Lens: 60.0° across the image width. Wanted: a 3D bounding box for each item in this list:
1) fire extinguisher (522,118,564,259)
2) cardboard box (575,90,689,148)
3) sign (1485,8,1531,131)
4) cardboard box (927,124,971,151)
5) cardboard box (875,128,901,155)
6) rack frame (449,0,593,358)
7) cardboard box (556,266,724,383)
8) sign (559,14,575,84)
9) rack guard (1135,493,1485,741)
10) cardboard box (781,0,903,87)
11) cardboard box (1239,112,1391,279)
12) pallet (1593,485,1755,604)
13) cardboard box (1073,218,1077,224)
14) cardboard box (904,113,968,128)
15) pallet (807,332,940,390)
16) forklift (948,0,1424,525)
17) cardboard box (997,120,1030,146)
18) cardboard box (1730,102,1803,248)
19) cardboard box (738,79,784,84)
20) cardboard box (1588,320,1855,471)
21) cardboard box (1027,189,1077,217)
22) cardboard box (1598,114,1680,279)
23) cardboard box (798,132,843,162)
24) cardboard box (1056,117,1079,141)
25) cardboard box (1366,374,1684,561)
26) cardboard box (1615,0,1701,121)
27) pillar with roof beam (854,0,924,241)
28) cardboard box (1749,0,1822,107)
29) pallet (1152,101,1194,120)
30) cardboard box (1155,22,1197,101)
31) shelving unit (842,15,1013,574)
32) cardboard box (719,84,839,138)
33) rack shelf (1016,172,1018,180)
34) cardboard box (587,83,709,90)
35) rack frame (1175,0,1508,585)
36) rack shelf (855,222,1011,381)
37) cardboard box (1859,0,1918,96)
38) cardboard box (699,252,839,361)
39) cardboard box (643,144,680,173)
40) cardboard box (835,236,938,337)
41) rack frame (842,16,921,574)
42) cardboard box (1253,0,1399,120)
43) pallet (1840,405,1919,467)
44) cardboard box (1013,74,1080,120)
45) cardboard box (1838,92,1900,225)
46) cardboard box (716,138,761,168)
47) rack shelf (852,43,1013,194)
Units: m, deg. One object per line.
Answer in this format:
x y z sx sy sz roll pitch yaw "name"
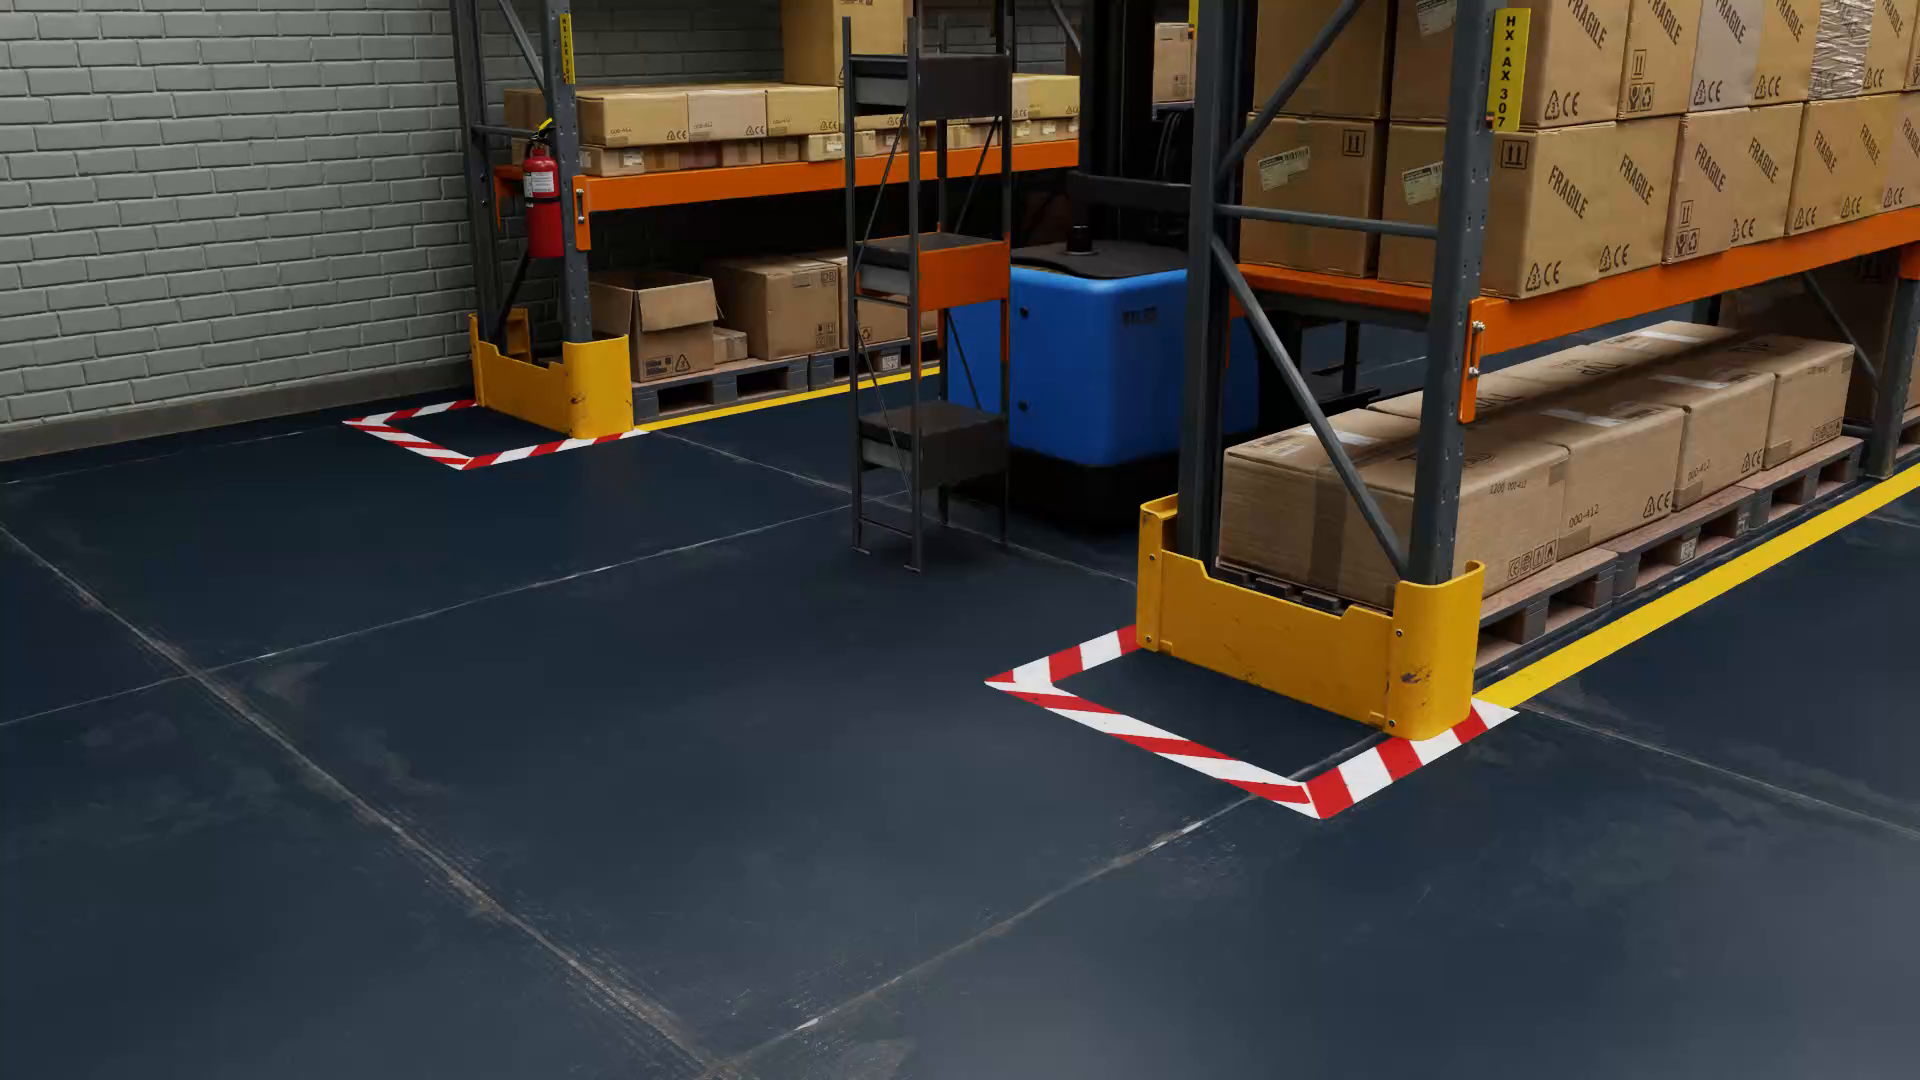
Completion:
-2.066 -1.738 8.212 0.183 0.674 0.296 -16 24 -41 "fire extinguisher"
-1.762 -2.193 8.646 0.500 0.250 0.500 -16 24 -41 "cardboard box"
1.513 -1.299 4.597 0.005 0.325 0.100 -16 24 -41 "sign"
-0.150 -2.461 10.117 0.250 0.149 0.380 -17 24 -42 "cardboard box"
-0.562 -2.368 9.832 0.250 0.149 0.380 -16 24 -41 "cardboard box"
-2.277 -2.087 8.558 0.127 3.000 1.000 -16 24 -41 "rack frame"
-1.767 -1.208 9.213 0.797 0.503 0.637 17 24 42 "cardboard box"
-1.904 -2.377 8.050 0.005 0.325 0.100 -16 24 -41 "sign"
1.119 0.219 5.500 0.348 0.500 1.175 -16 24 -41 "rack guard"
-0.672 -2.868 9.511 0.500 0.500 0.500 -15 24 -39 "cardboard box"
1.305 -1.185 5.613 0.500 0.500 0.500 -16 24 -41 "cardboard box"
2.550 -0.093 6.930 1.213 0.211 1.003 -16 24 -41 "pallet"
1.136 -1.997 11.654 0.500 0.500 0.500 -15 23 -38 "cardboard box"
-0.298 -2.630 9.994 0.500 0.250 0.500 -16 24 -41 "cardboard box"
-0.757 -1.203 10.353 1.213 0.211 1.003 -16 24 -41 "pallet"
1.344 -1.822 7.853 3.031 2.935 1.130 -16 24 -40 "forklift"
0.225 -2.570 10.456 0.250 0.149 0.380 -15 24 -39 "cardboard box"
2.765 -1.387 6.238 0.500 0.500 0.500 -15 23 -39 "cardboard box"
-1.006 -2.638 10.018 0.500 0.250 0.500 -16 24 -41 "cardboard box"
3.513 -0.695 7.738 0.875 0.438 0.875 -17 24 -42 "cardboard box"
0.699 -2.397 11.833 0.380 0.149 0.250 17 24 42 "cardboard box"
2.031 -1.174 5.580 0.500 0.500 0.500 -17 24 -42 "cardboard box"
-0.879 -2.238 9.430 0.380 0.149 0.250 17 25 42 "cardboard box"
0.572 -2.691 10.828 0.250 0.149 0.380 -16 24 -40 "cardboard box"
2.206 -0.315 6.565 0.875 0.438 0.875 -15 24 -39 "cardboard box"
2.051 -1.648 5.420 0.500 0.500 0.500 -17 25 -42 "cardboard box"
2.462 -4.878 7.440 0.400 9.000 9.100 -16 24 -41 "pillar with roof beam"
2.782 -1.864 6.088 0.500 0.500 0.500 -16 24 -41 "cardboard box"
1.285 -2.988 11.649 1.213 0.211 1.003 -16 24 -41 "pallet"
1.511 -3.344 11.592 0.500 0.500 0.700 -16 24 -40 "cardboard box"
-0.120 -0.964 6.553 0.503 2.100 0.431 -16 24 -41 "shelving unit"
-1.030 -2.408 9.309 0.500 0.250 0.500 -17 24 -42 "cardboard box"
2.083 -3.016 12.591 4.000 0.370 1.077 -16 24 -41 "rack shelf"
-1.749 -2.423 9.356 0.500 0.250 0.500 -16 24 -41 "cardboard box"
1.136 -0.975 5.130 0.127 3.000 1.000 -16 24 -41 "rack frame"
-0.120 -0.951 6.557 0.480 0.518 0.431 -16 24 -41 "rack shelf"
3.515 -2.079 6.749 0.500 0.500 0.500 -17 24 -42 "cardboard box"
-1.119 -1.379 9.745 0.500 0.500 0.700 -15 23 -39 "cardboard box"
-1.696 -2.040 8.820 0.250 0.149 0.380 -15 24 -39 "cardboard box"
-0.365 -1.599 10.423 0.700 0.500 0.500 17 24 42 "cardboard box"
-0.298 -0.912 6.393 0.015 2.100 0.400 -16 24 -41 "rack frame"
1.323 -1.654 5.440 0.500 0.500 0.500 -15 23 -39 "cardboard box"
4.552 -0.677 8.730 1.213 0.211 1.003 -16 24 -41 "pallet"
0.427 -2.842 10.648 0.500 0.250 0.500 -15 24 -39 "cardboard box"
3.511 -1.605 6.909 0.500 0.500 0.500 -17 25 -42 "cardboard box"
-1.304 -2.143 9.139 0.250 0.149 0.380 -15 23 -39 "cardboard box"
-0.120 -1.617 6.341 0.480 0.518 0.431 -16 24 -41 "rack shelf"
